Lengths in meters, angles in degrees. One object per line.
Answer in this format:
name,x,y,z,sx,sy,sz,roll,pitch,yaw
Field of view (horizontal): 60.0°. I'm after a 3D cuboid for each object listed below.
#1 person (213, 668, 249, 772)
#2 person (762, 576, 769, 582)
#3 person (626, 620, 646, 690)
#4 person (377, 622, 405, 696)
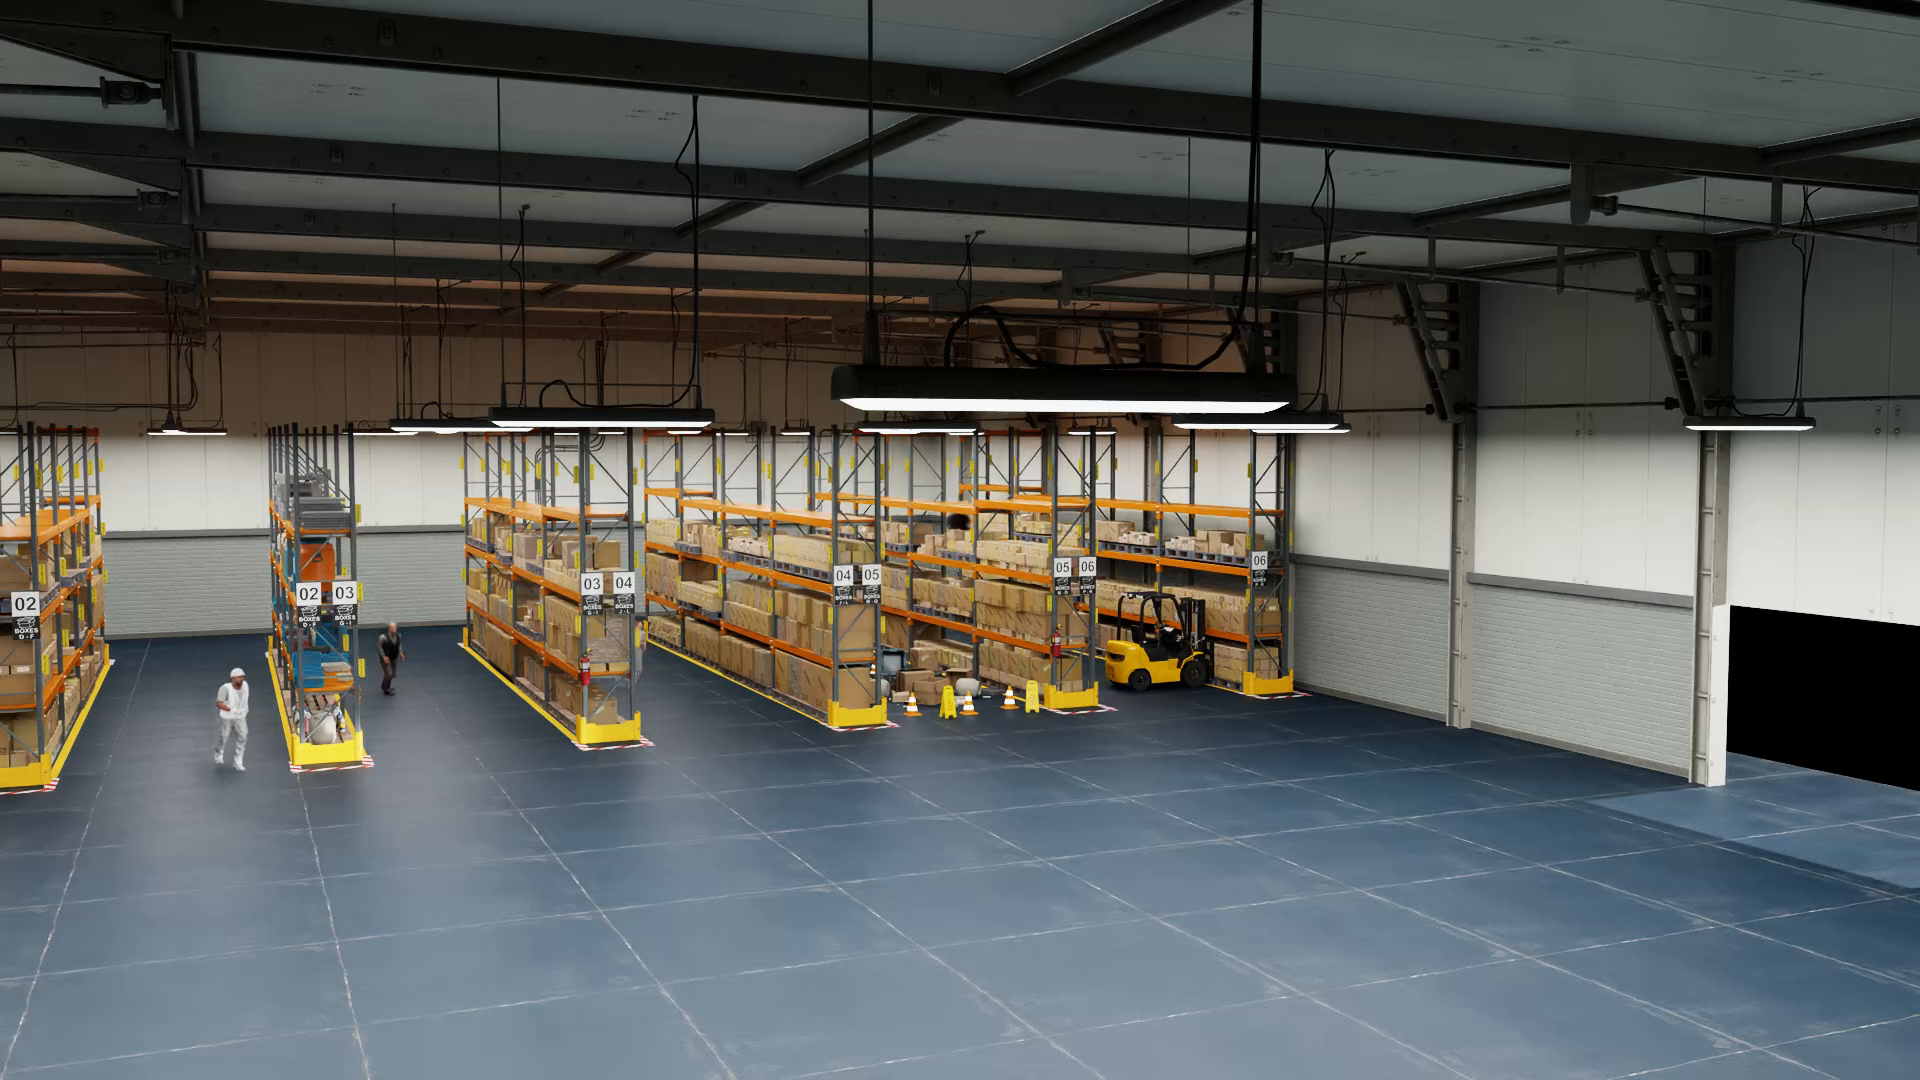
person,-12.600,3.097,28.831,0.904,1.784,0.674,3,5,44
person,-5.615,1.881,50.682,0.954,1.608,0.623,-2,4,-28
person,-7.413,2.613,37.885,0.550,1.601,0.661,-3,5,-42
person,-12.761,2.648,37.056,0.764,1.665,0.654,2,4,31
